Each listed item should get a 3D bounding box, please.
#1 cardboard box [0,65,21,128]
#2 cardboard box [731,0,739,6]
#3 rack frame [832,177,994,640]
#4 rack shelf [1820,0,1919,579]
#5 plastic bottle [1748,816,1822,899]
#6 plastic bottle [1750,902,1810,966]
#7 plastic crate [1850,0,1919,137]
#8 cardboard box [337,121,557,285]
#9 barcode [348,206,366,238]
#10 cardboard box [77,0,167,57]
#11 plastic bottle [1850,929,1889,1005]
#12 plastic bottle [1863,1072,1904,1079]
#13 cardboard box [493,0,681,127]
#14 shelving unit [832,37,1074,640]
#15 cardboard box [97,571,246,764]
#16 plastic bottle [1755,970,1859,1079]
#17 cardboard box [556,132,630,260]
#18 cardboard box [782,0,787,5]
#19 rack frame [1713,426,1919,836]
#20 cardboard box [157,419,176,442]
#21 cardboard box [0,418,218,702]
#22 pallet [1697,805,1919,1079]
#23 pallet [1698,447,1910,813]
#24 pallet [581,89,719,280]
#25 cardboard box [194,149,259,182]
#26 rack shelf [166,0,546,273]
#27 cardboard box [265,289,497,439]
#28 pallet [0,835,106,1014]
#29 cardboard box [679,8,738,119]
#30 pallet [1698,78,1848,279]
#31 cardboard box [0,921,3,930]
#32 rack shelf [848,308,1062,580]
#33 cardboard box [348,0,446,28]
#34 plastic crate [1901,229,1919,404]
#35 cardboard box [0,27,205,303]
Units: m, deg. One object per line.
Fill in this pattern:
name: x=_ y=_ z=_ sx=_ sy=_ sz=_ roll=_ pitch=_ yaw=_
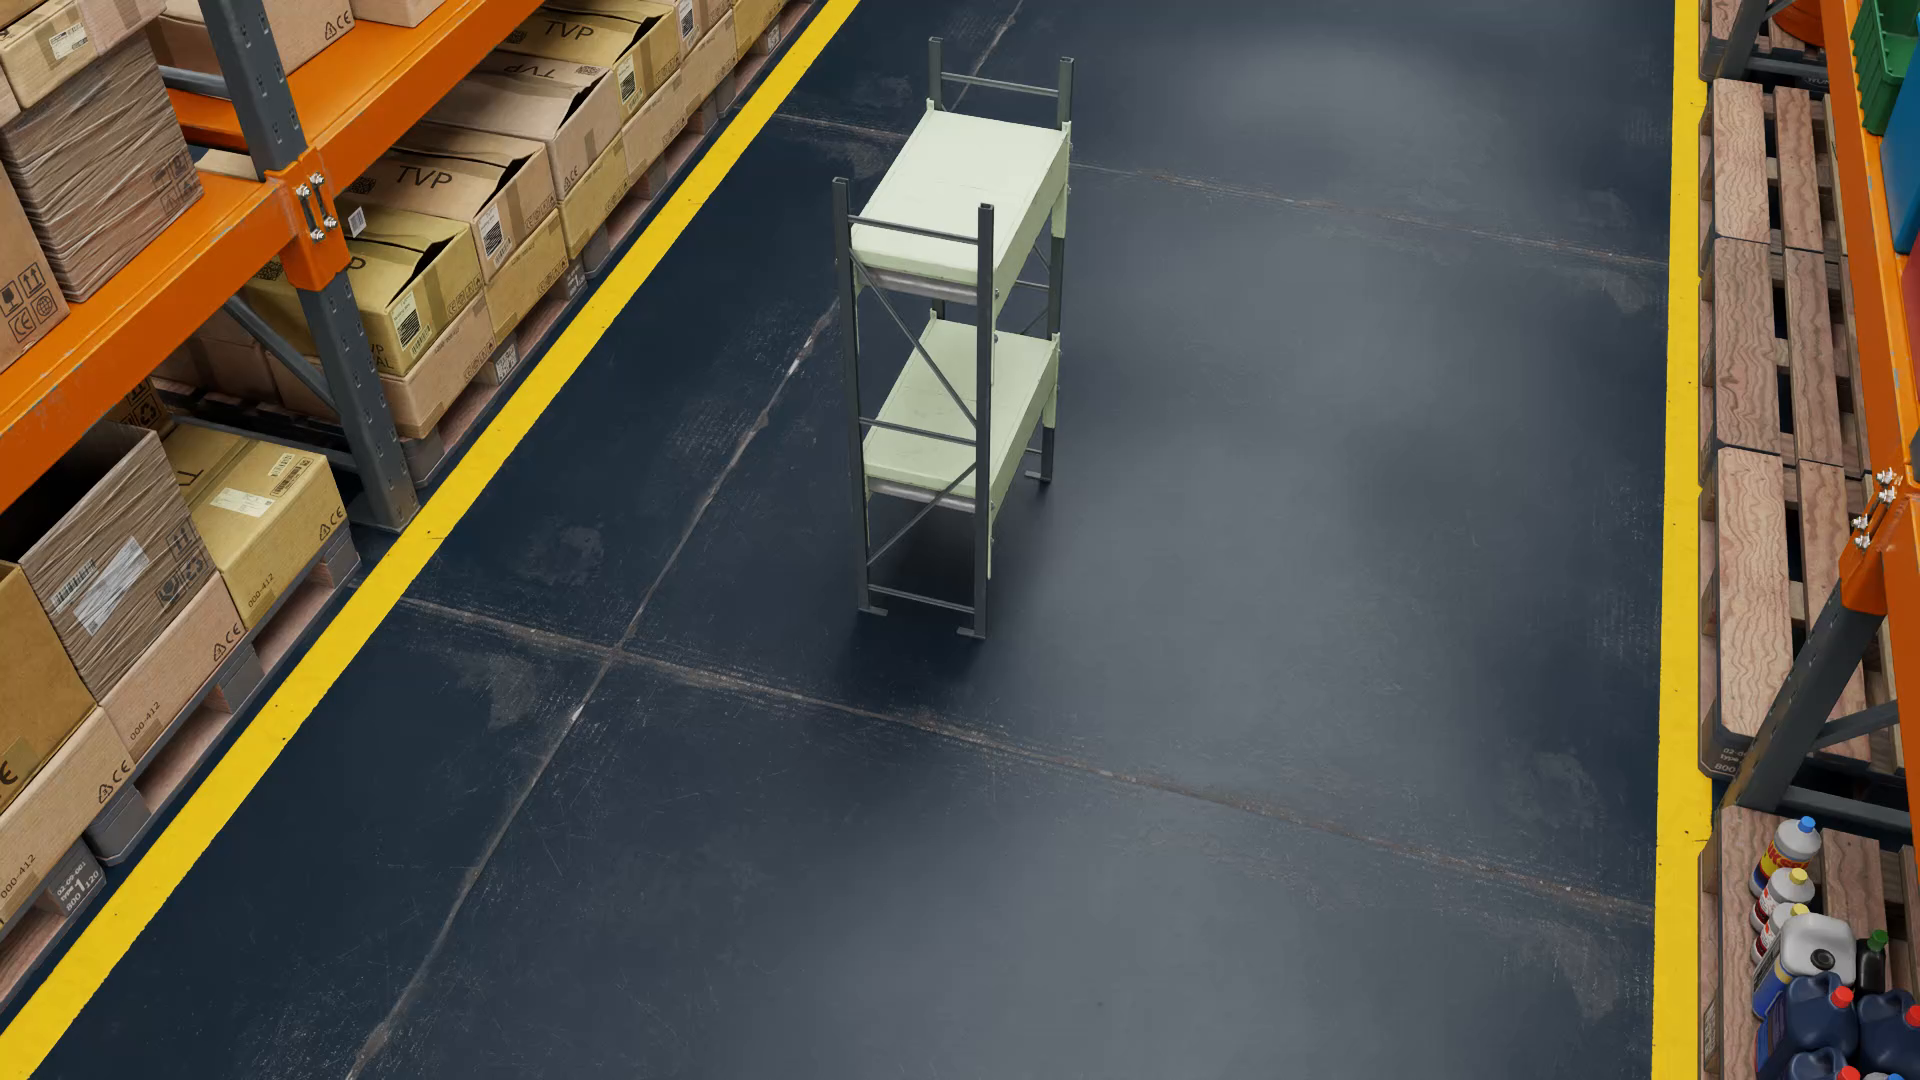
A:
cardboard box: x=-2.259 y=-0.937 z=3.528 sx=0.380 sy=0.149 sz=0.250 roll=11 pitch=46 yaw=11
cardboard box: x=-1.091 y=-2.521 z=6.946 sx=0.500 sy=0.311 sz=0.500 roll=12 pitch=46 yaw=12
rack frame: x=-0.113 y=-0.288 z=4.472 sx=0.400 sy=1.500 sz=0.023 roll=13 pitch=46 yaw=12
rack shelf: x=3.098 y=-1.260 z=4.907 sx=1.077 sy=0.370 sz=4.000 roll=13 pitch=46 yaw=13
plastic bottle: x=1.978 y=0.753 z=3.971 sx=0.097 sy=0.271 sz=0.097 roll=0 pitch=44 yaw=0
plastic bottle: x=1.917 y=0.914 z=3.857 sx=0.097 sy=0.201 sz=0.097 roll=0 pitch=44 yaw=0
plastic crate: x=2.751 y=-1.329 z=4.615 sx=0.450 sy=0.188 sz=0.662 roll=13 pitch=46 yaw=13
cardboard box: x=-1.708 y=-1.159 z=5.554 sx=0.500 sy=0.311 sz=0.500 roll=12 pitch=46 yaw=12
barcode: x=-1.753 y=-0.924 z=4.836 sx=0.001 sy=0.075 sz=0.075 roll=13 pitch=46 yaw=13
cardboard box: x=-2.105 y=-1.277 z=3.875 sx=0.380 sy=0.149 sz=0.250 roll=12 pitch=46 yaw=12
plastic bottle: x=2.008 y=0.993 z=3.718 sx=0.061 sy=0.283 sz=0.133 roll=13 pitch=46 yaw=13
plastic bottle: x=1.924 y=1.206 z=3.509 sx=0.097 sy=0.271 sz=0.097 roll=0 pitch=44 yaw=0
cardboard box: x=-1.400 y=-1.851 z=6.262 sx=0.500 sy=0.311 sz=0.500 roll=14 pitch=46 yaw=14
shelving unit: x=-0.002 y=-0.532 z=4.721 sx=0.431 sy=1.500 sz=0.755 roll=13 pitch=46 yaw=12
cardboard box: x=-2.320 y=0.284 z=4.481 sx=0.500 sy=0.250 sz=0.500 roll=13 pitch=46 yaw=13
plastic bottle: x=1.853 y=1.056 z=3.606 sx=0.144 sy=0.351 sz=0.185 roll=14 pitch=46 yaw=14
cardboard box: x=-1.558 y=-1.306 z=6.105 sx=0.500 sy=0.250 sz=0.500 roll=11 pitch=45 yaw=11
cardboard box: x=-0.943 y=-2.667 z=7.496 sx=0.500 sy=0.250 sz=0.500 roll=14 pitch=46 yaw=13
rack frame: x=2.493 y=-0.184 z=3.293 sx=1.000 sy=3.000 sz=0.127 roll=13 pitch=46 yaw=13
cardboard box: x=-2.656 y=-0.158 z=4.933 sx=0.500 sy=0.250 sz=0.500 roll=13 pitch=46 yaw=13
cardboard box: x=-2.322 y=0.015 z=4.219 sx=0.500 sy=0.500 sz=0.500 roll=13 pitch=46 yaw=13
pallet: x=2.250 y=1.252 z=3.820 sx=1.003 sy=0.211 sz=1.213 roll=13 pitch=46 yaw=13
pallet: x=2.693 y=0.281 z=4.812 sx=1.003 sy=0.211 sz=1.213 roll=13 pitch=46 yaw=13
pallet: x=-1.673 y=-1.554 z=6.687 sx=1.003 sy=0.211 sz=1.213 roll=13 pitch=46 yaw=13
cardboard box: x=-2.226 y=-1.282 z=5.680 sx=0.500 sy=0.311 sz=0.500 roll=14 pitch=46 yaw=14
rack shelf: x=-1.621 y=-2.312 z=5.982 sx=1.077 sy=0.370 sz=4.000 roll=13 pitch=46 yaw=13
cardboard box: x=-1.869 y=-0.619 z=5.404 sx=0.500 sy=0.250 sz=0.500 roll=12 pitch=46 yaw=12
pallet: x=-2.875 y=1.098 z=3.977 sx=1.003 sy=0.211 sz=1.213 roll=13 pitch=46 yaw=13
cardboard box: x=-1.250 y=-1.988 z=6.803 sx=0.500 sy=0.250 sz=0.500 roll=14 pitch=46 yaw=13
pallet: x=3.432 y=-1.345 z=6.474 sx=1.003 sy=0.211 sz=1.213 roll=13 pitch=46 yaw=13
cardboard box: x=-2.608 y=0.953 z=3.797 sx=0.500 sy=0.250 sz=0.500 roll=13 pitch=46 yaw=13
rack shelf: x=-0.002 y=-0.299 z=4.949 sx=0.431 sy=0.370 sz=0.720 roll=13 pitch=46 yaw=12
cardboard box: x=-1.764 y=-1.693 z=5.015 sx=0.380 sy=0.149 sz=0.250 roll=13 pitch=46 yaw=13
plastic crate: x=2.348 y=-0.594 z=3.667 sx=0.402 sy=0.464 sz=0.583 roll=13 pitch=46 yaw=13
cardboard box: x=-2.355 y=-0.974 z=4.029 sx=0.700 sy=0.500 sz=0.500 roll=11 pitch=46 yaw=11
